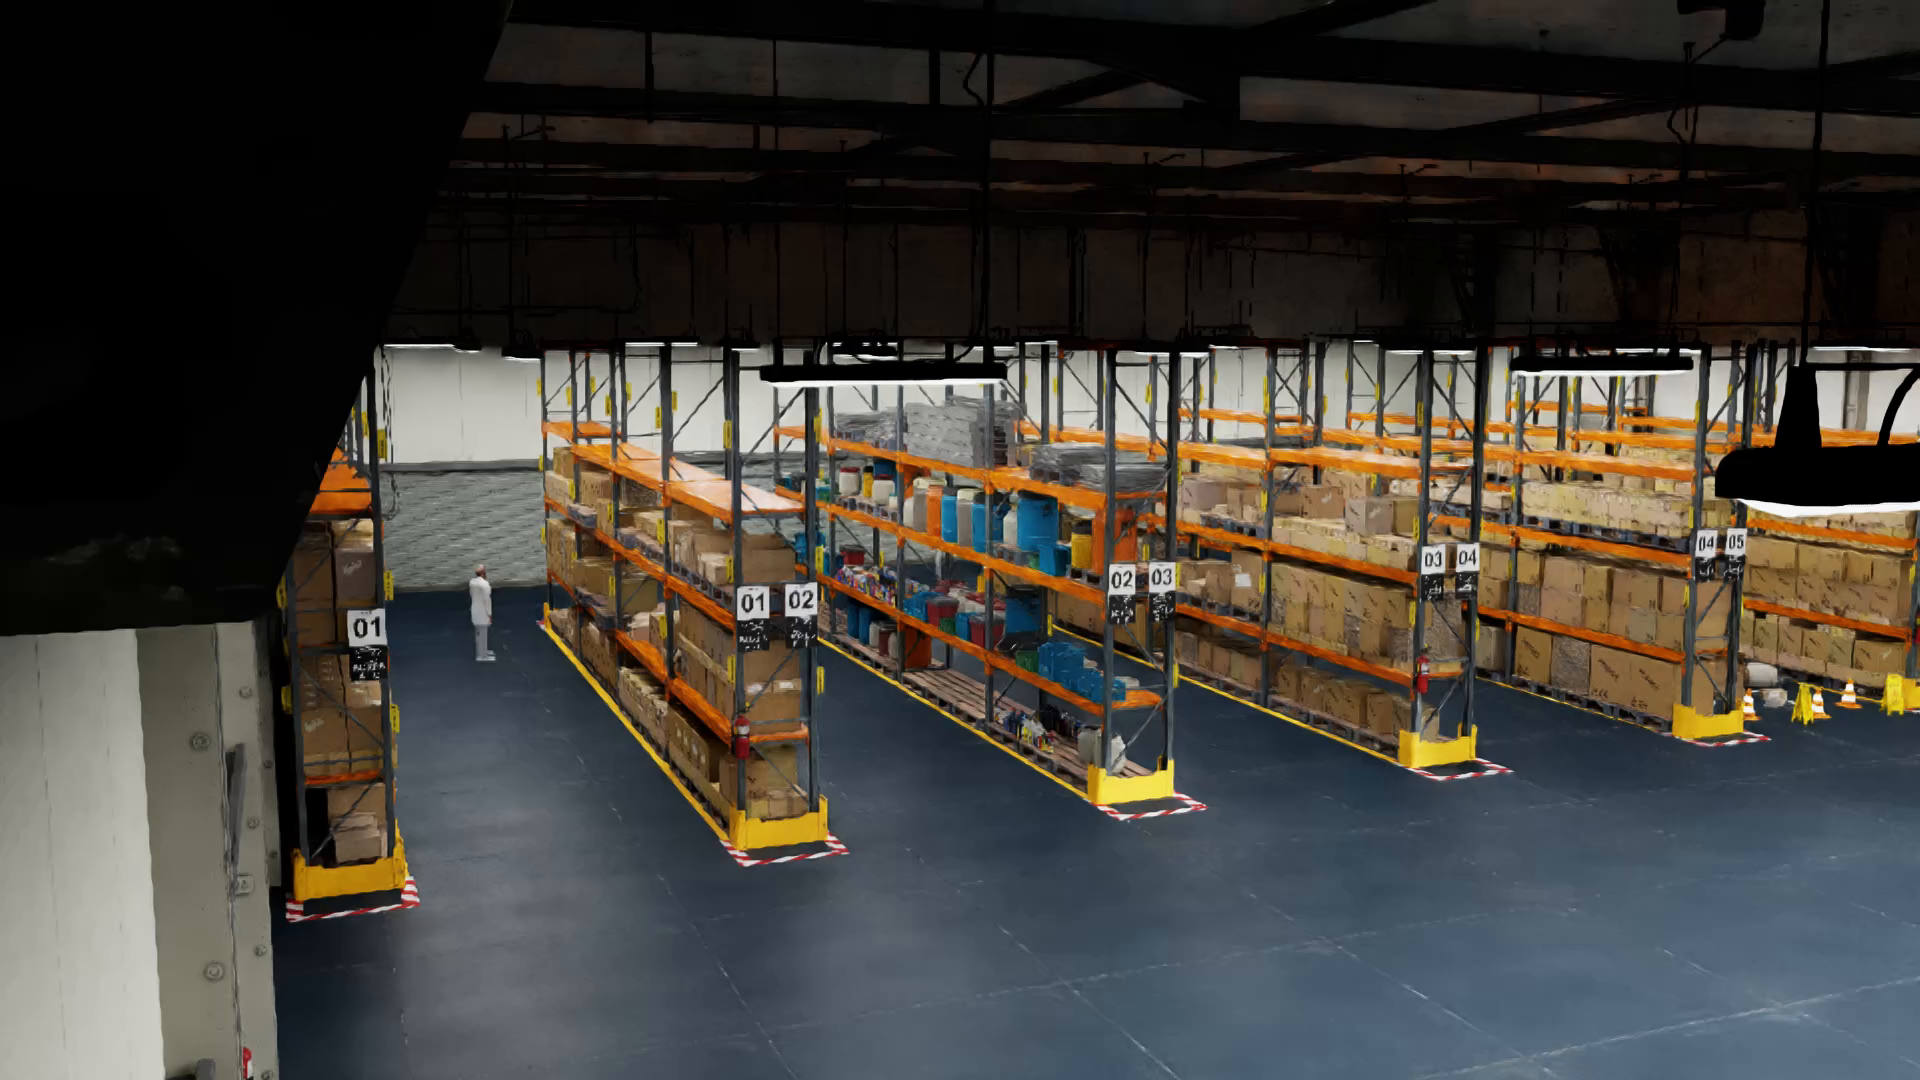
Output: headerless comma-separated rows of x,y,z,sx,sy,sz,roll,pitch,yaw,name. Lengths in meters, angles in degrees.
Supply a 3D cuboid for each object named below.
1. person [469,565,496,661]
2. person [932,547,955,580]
-8.980,1.410,31.369,0.646,1.671,0.525,7,10,44,person
-0.396,0.114,41.360,0.616,1.712,0.970,0,7,-1,person
